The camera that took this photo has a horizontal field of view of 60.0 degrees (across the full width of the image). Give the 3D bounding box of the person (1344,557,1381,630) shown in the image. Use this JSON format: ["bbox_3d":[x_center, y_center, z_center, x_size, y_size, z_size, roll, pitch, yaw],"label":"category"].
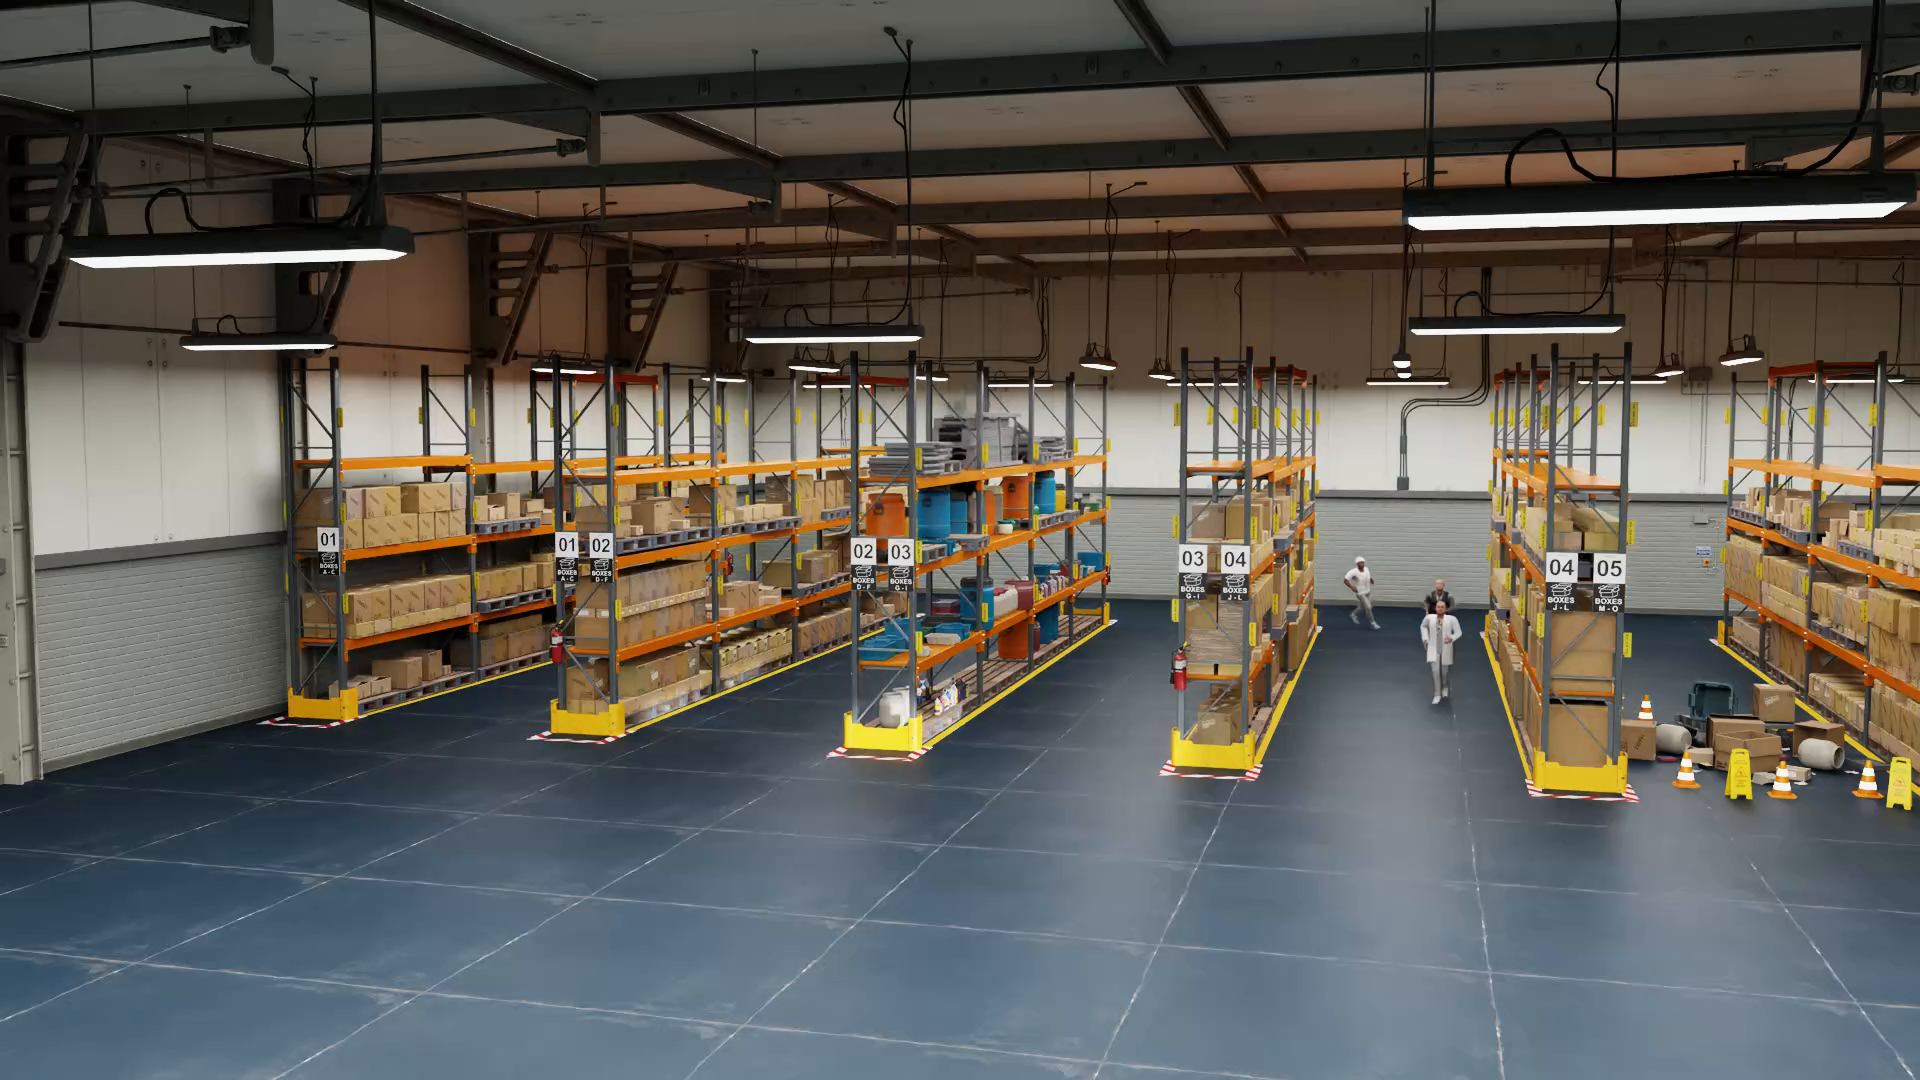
[{"bbox_3d":[9.480,1.248,39.463,0.705,1.728,0.936,-3,5,-38],"label":"person"}]

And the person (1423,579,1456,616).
[{"bbox_3d":[9.748,1.661,33.834,0.664,1.726,0.798,1,4,18],"label":"person"}]

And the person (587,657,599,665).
[{"bbox_3d":[-6.616,1.902,30.318,0.649,1.744,0.578,1,4,18],"label":"person"}]

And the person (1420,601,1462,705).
[{"bbox_3d":[8.490,1.962,29.395,0.716,1.788,0.919,1,4,19],"label":"person"}]
